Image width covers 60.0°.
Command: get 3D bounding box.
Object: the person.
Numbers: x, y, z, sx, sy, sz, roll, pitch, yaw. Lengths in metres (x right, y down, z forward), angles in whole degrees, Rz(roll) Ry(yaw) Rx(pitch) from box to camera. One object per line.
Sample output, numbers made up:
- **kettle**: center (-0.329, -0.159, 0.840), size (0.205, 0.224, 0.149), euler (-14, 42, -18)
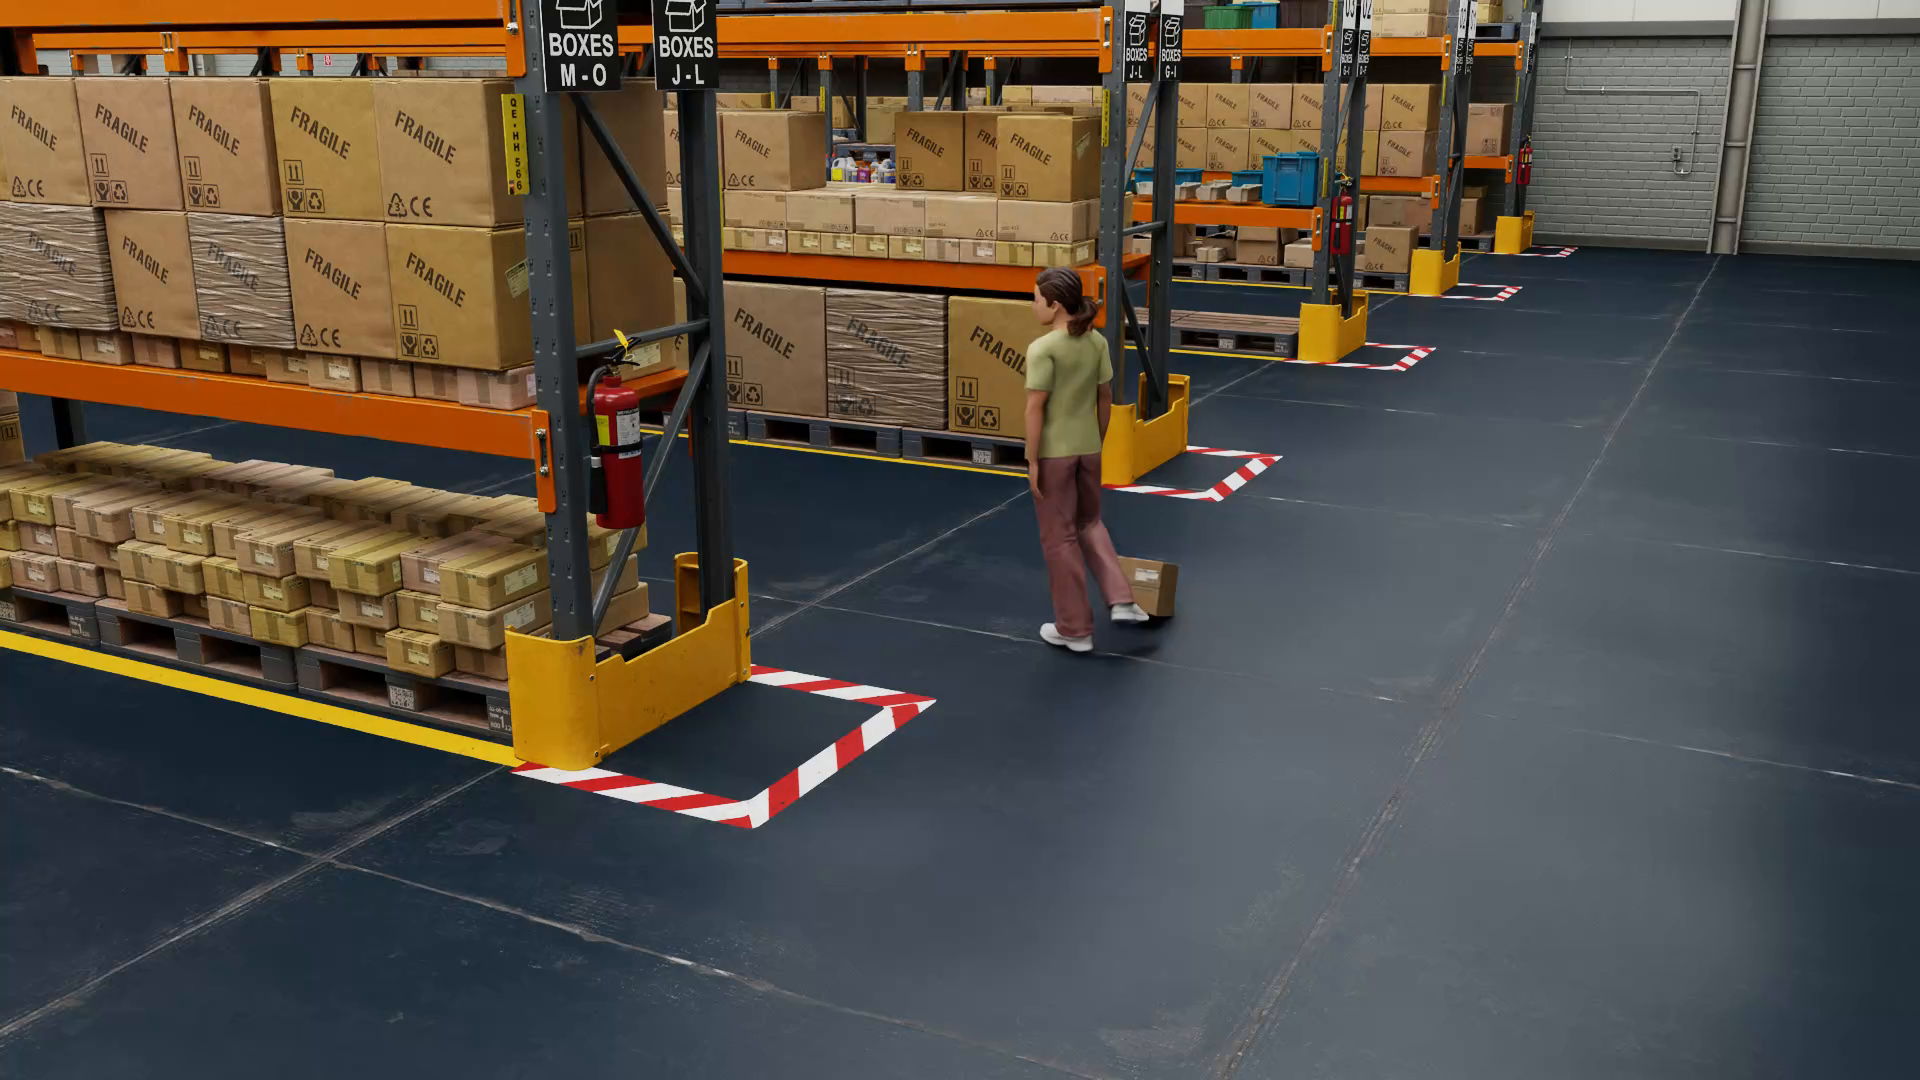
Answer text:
- **person**: center (0.536, -0.346, 7.185), size (0.626, 1.667, 0.434), euler (-11, 19, -33)
